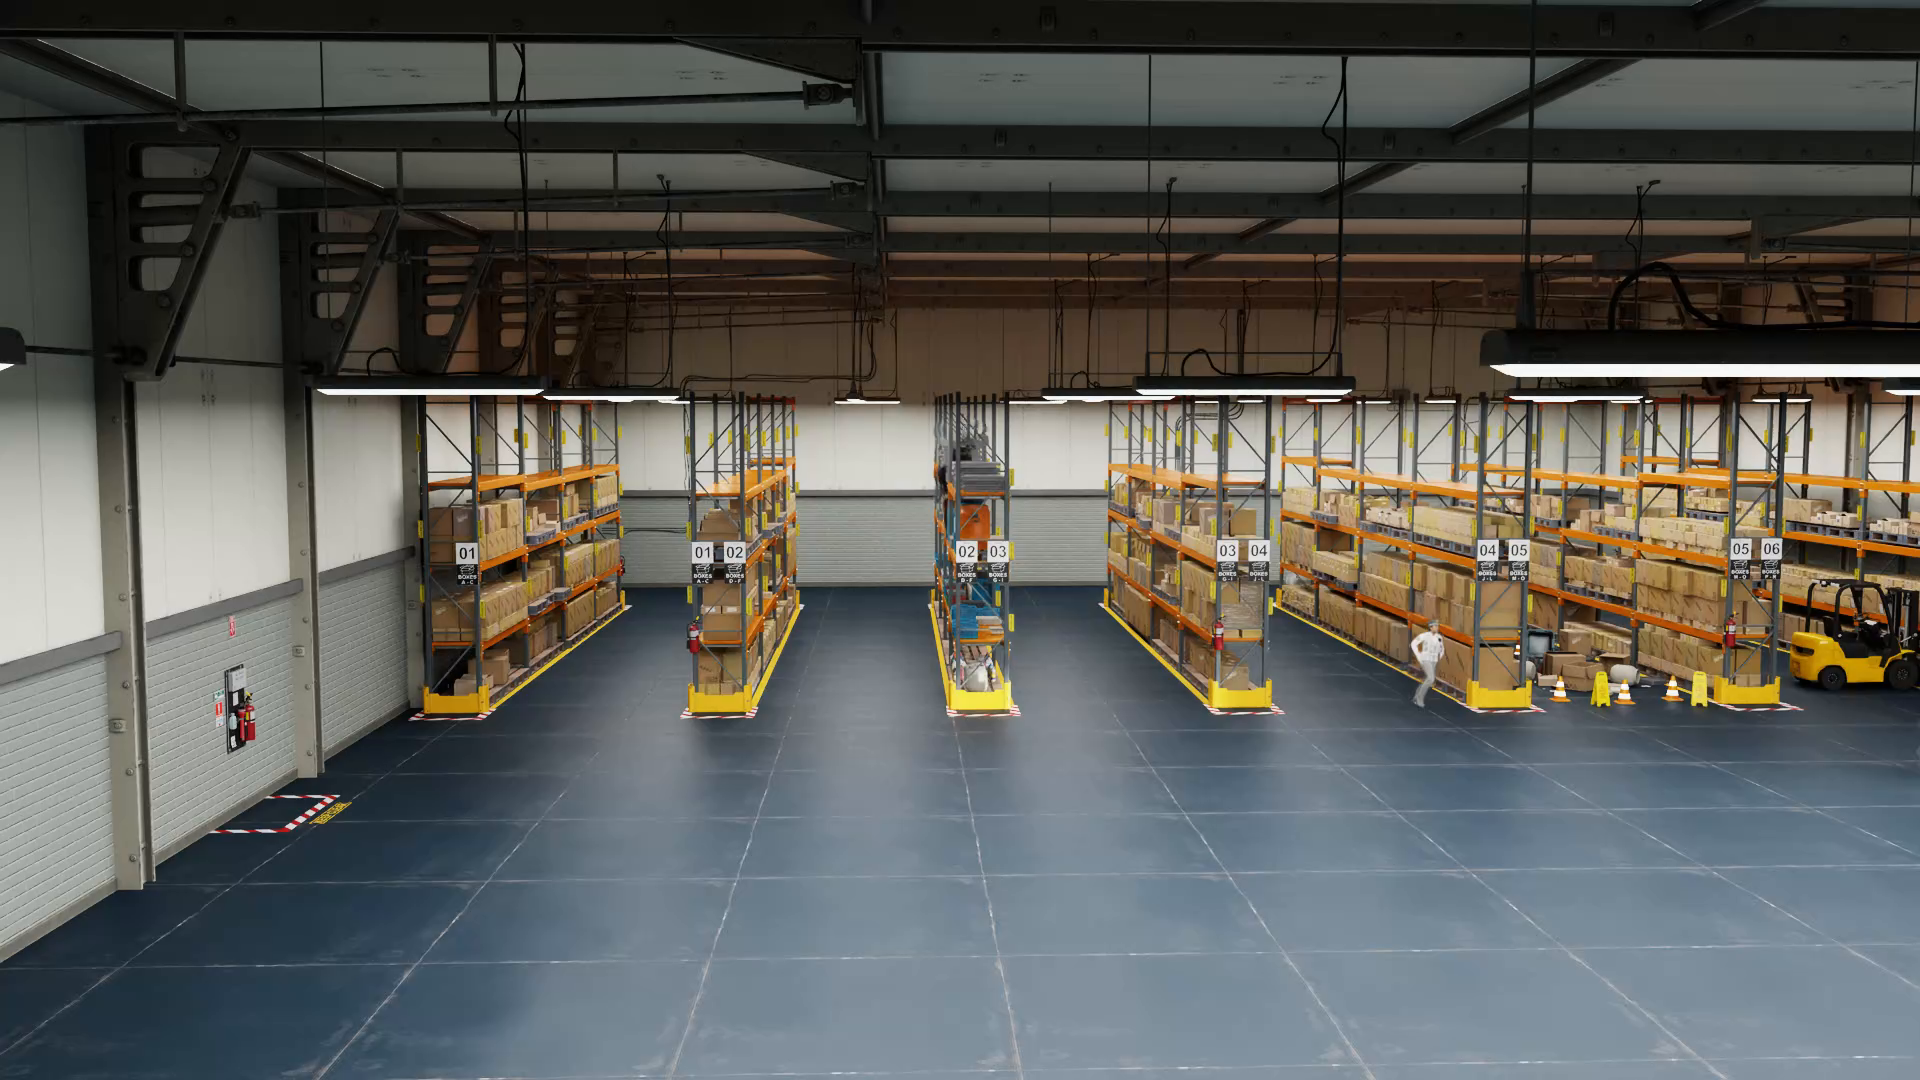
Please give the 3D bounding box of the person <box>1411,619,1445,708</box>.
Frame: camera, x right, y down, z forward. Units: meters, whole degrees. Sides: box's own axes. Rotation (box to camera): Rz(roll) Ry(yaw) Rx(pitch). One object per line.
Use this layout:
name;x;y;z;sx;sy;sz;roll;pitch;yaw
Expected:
person;8.987;2.353;31.812;0.612;1.686;0.613;-2;5;-26

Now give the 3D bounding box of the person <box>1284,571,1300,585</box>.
person;9.860;0.946;48.939;0.519;1.747;0.691;-1;5;-9
